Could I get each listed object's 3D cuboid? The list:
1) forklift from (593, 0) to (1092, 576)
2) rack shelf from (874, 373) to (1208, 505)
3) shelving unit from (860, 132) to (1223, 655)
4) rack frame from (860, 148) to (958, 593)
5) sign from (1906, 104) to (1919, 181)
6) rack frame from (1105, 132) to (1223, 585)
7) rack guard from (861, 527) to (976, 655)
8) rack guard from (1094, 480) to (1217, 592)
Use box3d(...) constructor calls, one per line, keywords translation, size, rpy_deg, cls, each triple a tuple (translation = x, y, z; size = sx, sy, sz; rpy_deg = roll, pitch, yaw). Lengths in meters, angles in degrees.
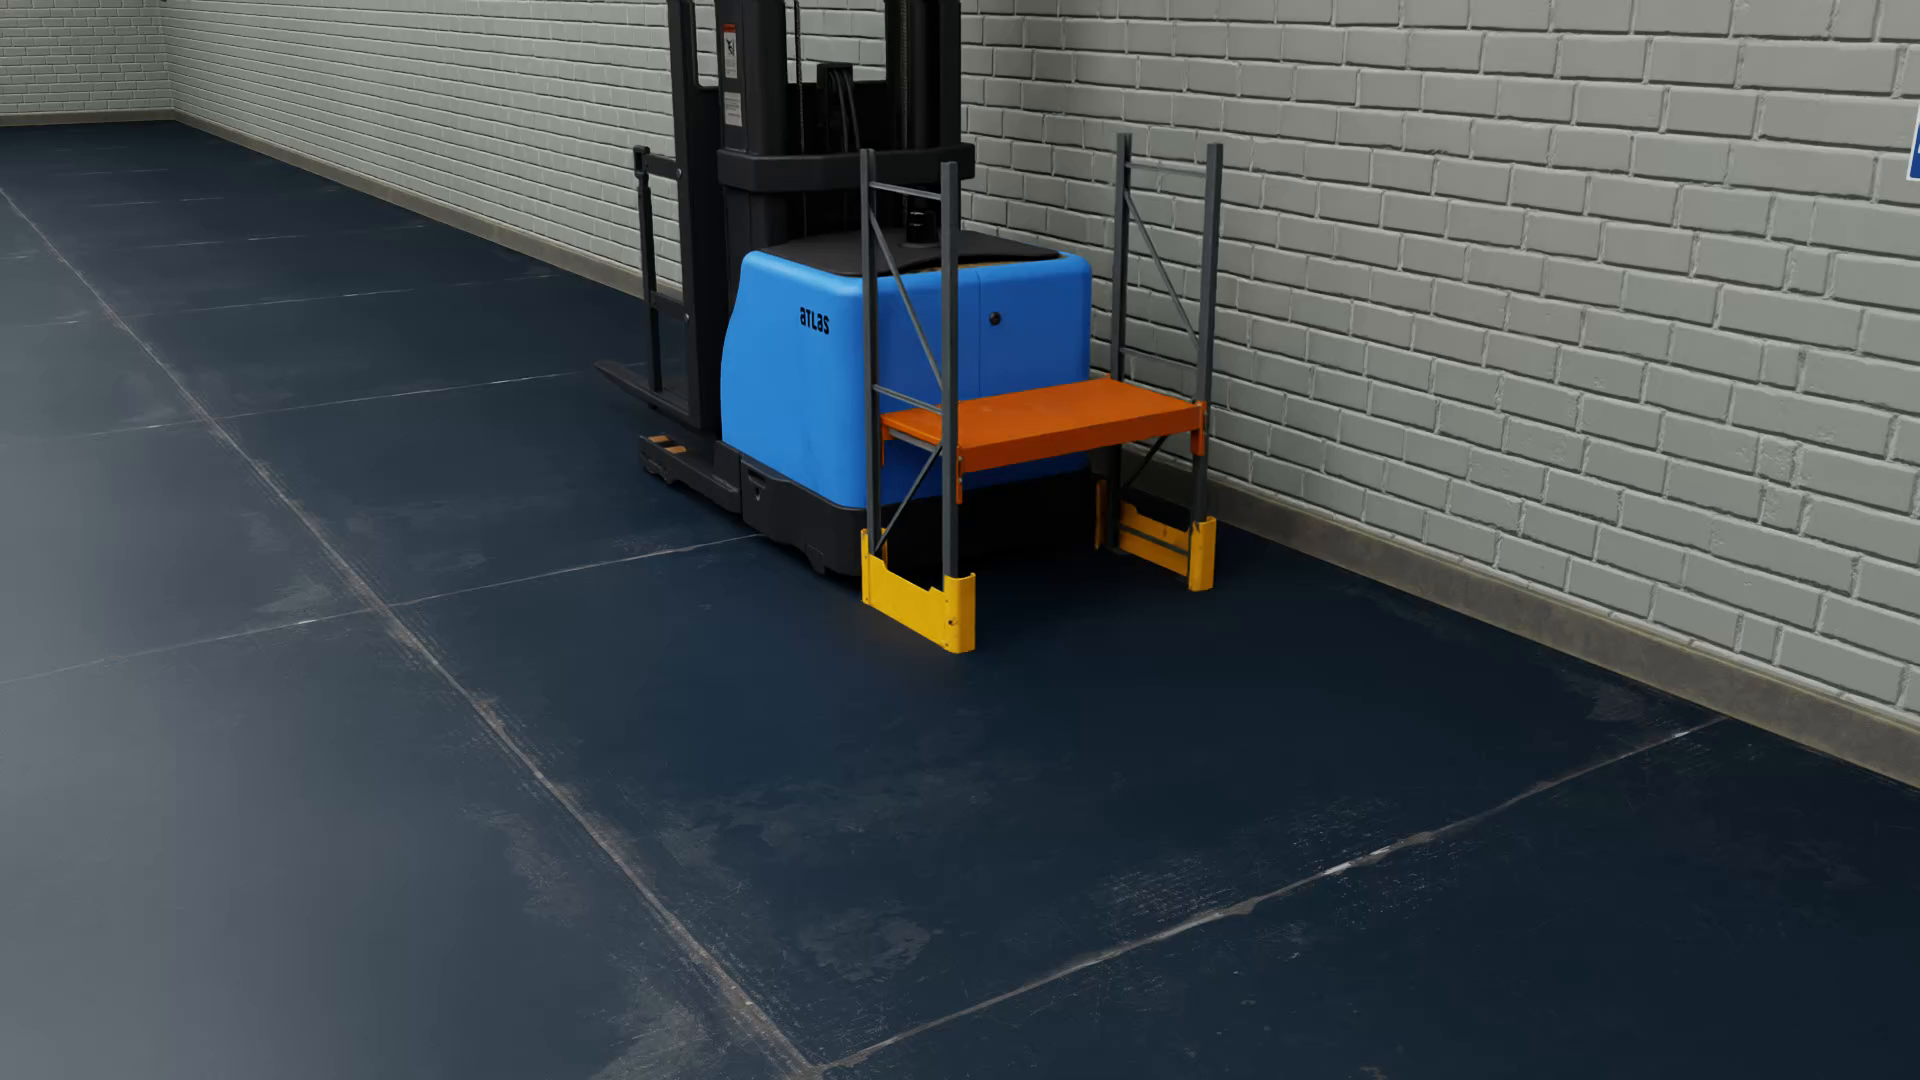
box3d(translation=(-0.714, -1.684, 6.650), size=(1.130, 2.935, 3.031), rpy_deg=(-11, 22, -30), cls="forklift")
box3d(translation=(0.265, -0.353, 5.507), size=(1.000, 0.185, 0.538), rpy_deg=(-12, 22, -32), cls="rack shelf")
box3d(translation=(0.272, -0.525, 5.455), size=(1.083, 1.500, 0.587), rpy_deg=(-12, 22, -32), cls="shelving unit")
box3d(translation=(-0.157, -0.432, 5.181), size=(0.032, 1.500, 0.500), rpy_deg=(-12, 22, -32), cls="rack frame")
box3d(translation=(2.429, -0.950, 3.948), size=(0.001, 0.218, 0.327), rpy_deg=(-12, 22, -31), cls="sign")
box3d(translation=(0.687, -0.614, 5.718), size=(0.032, 1.500, 0.500), rpy_deg=(-12, 22, -32), cls="rack frame")
box3d(translation=(-0.141, 0.156, 5.392), size=(0.087, 0.250, 0.587), rpy_deg=(-12, 22, -32), cls="rack guard")
box3d(translation=(0.686, -0.021, 5.918), size=(0.087, 0.250, 0.587), rpy_deg=(-12, 22, -32), cls="rack guard")
